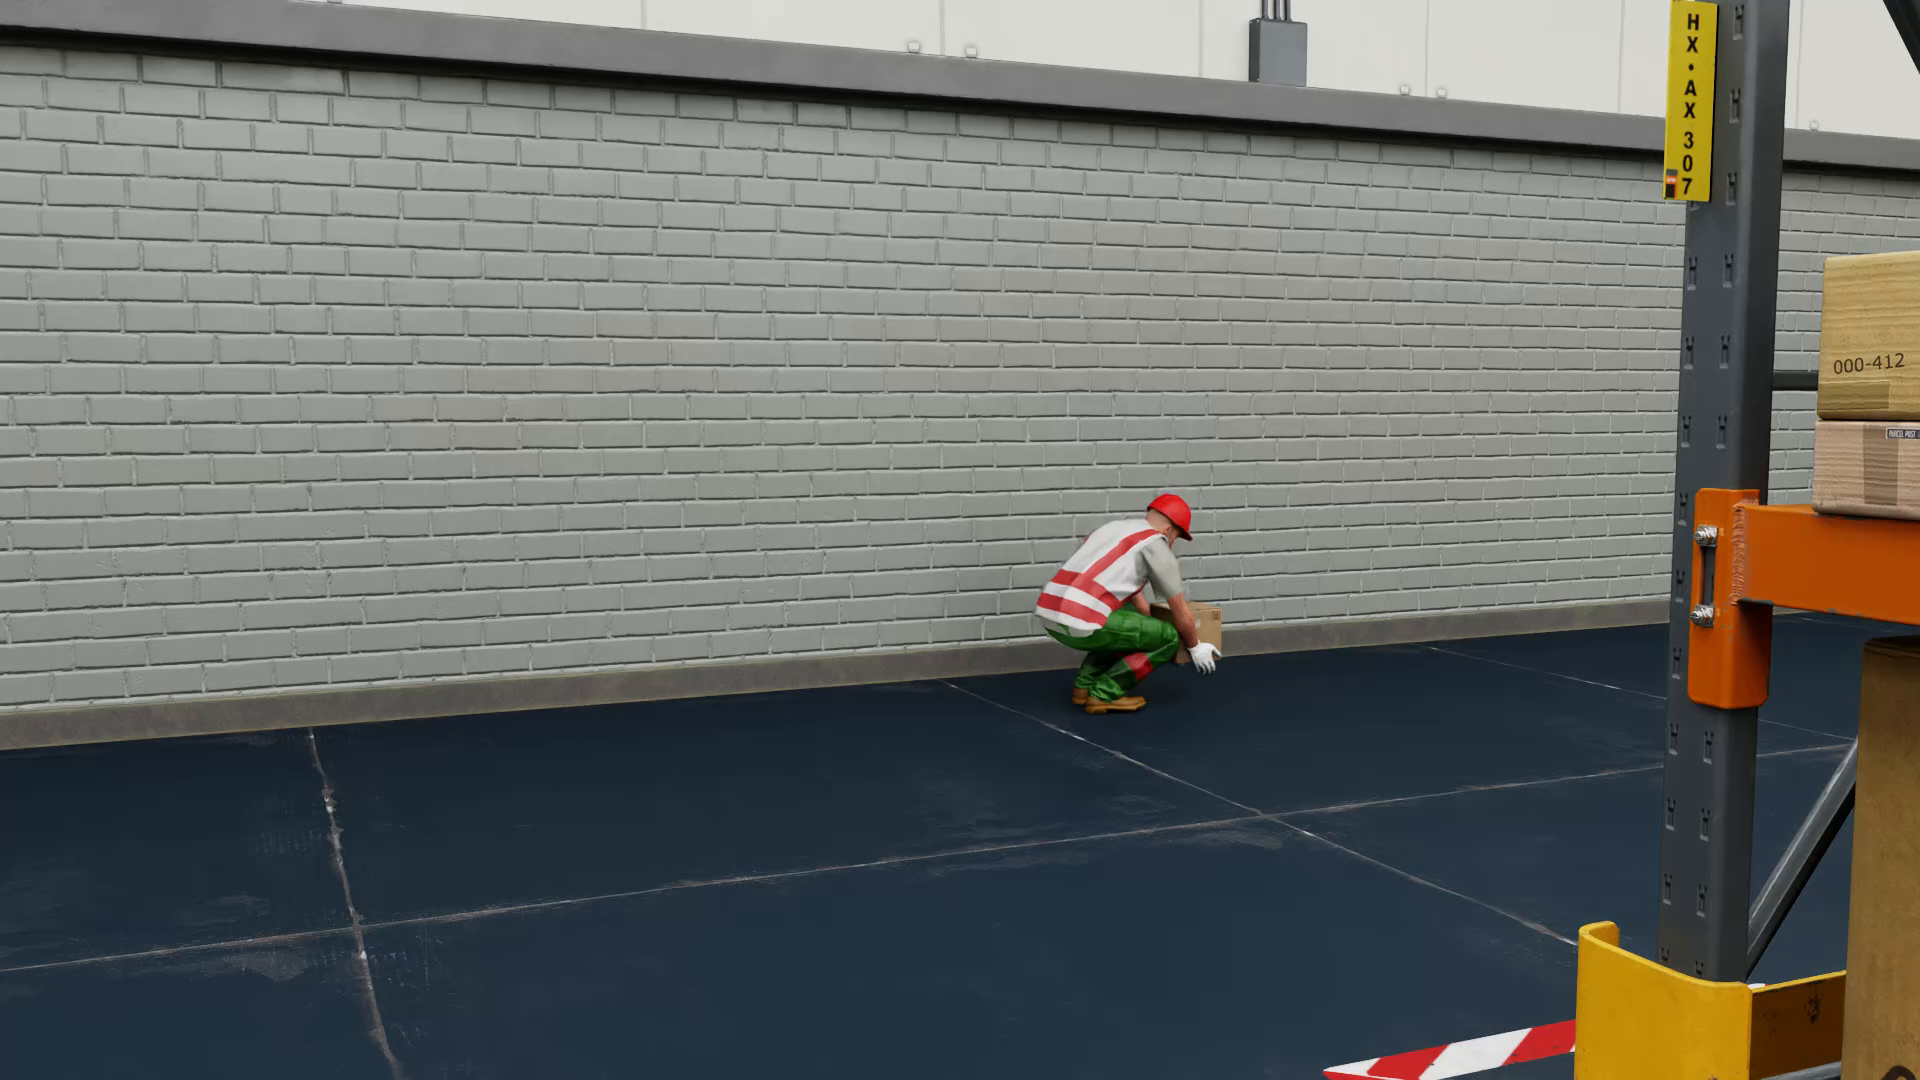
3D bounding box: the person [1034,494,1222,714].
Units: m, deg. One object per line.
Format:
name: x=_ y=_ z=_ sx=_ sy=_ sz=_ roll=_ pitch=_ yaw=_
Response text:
person: x=0.772 y=0.287 z=7.831 sx=0.871 sy=0.992 sz=0.570 roll=-2 pitch=6 yaw=-24
